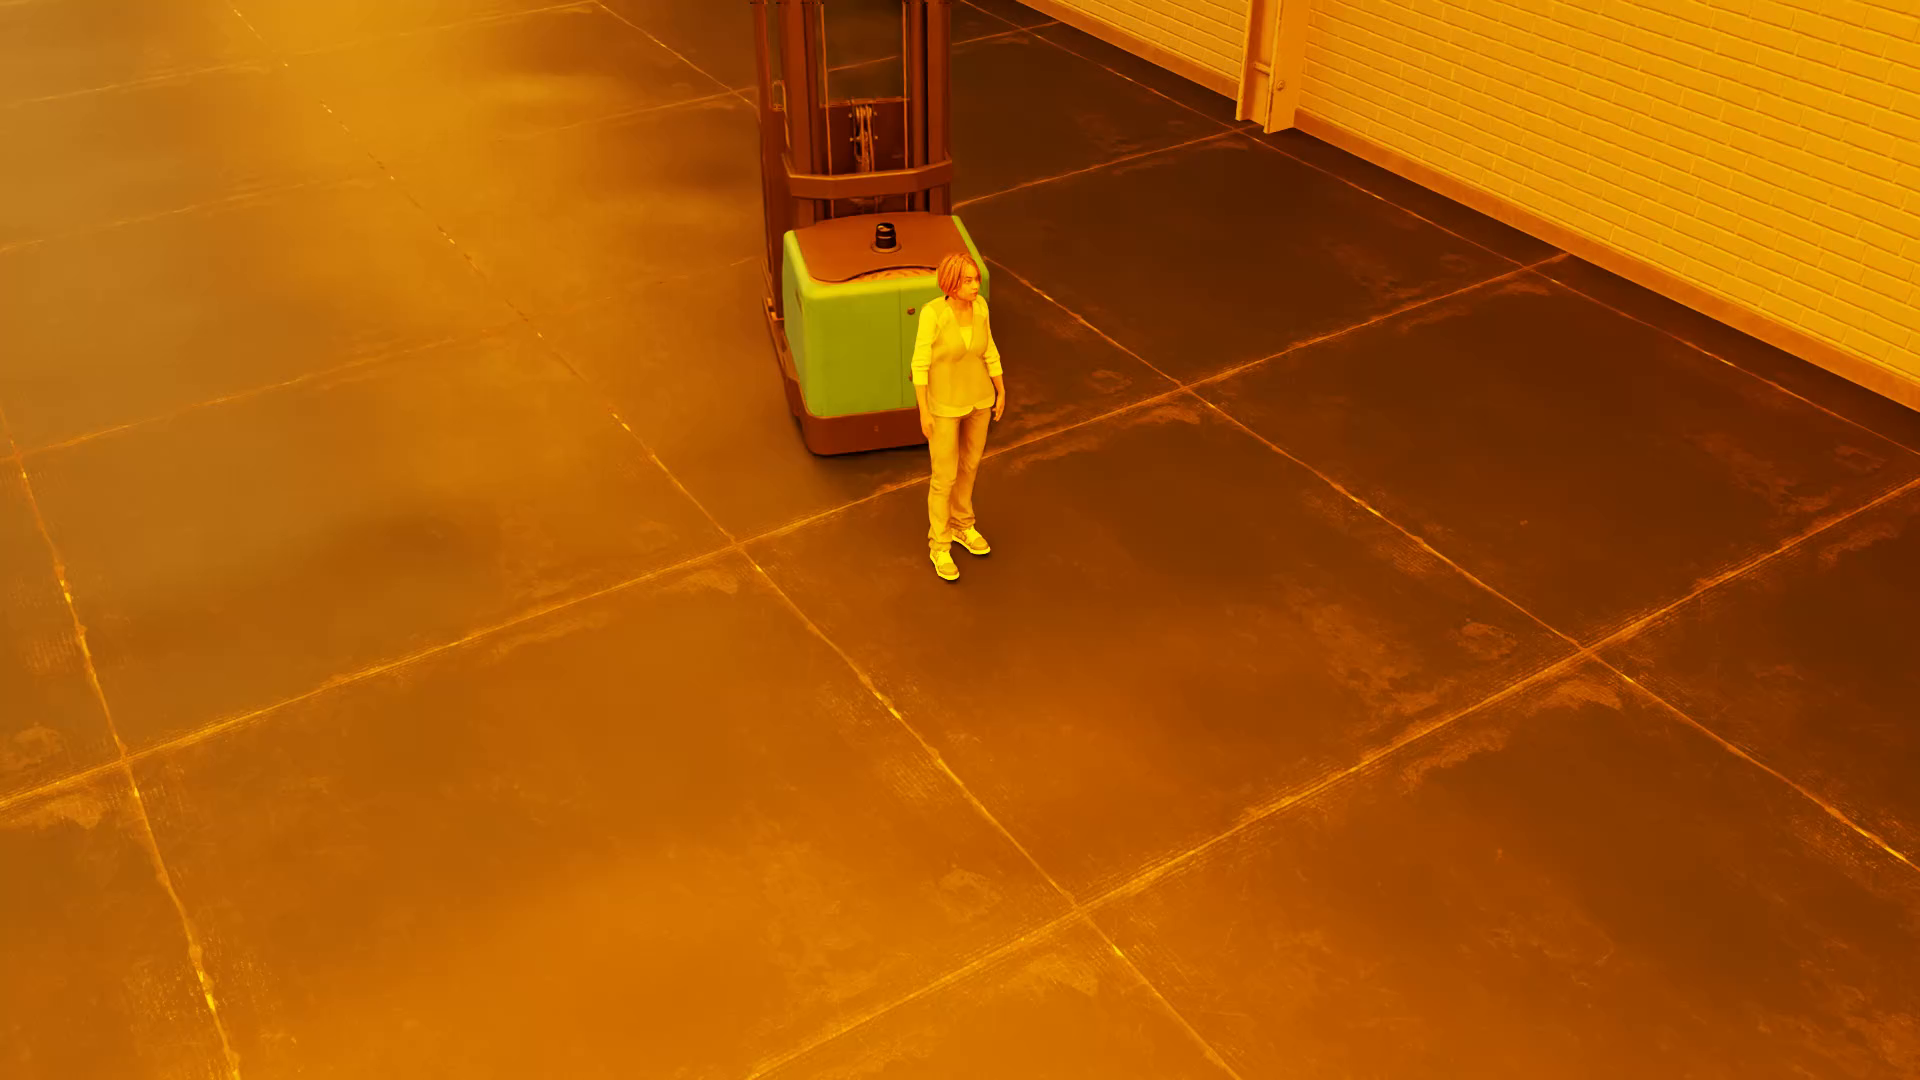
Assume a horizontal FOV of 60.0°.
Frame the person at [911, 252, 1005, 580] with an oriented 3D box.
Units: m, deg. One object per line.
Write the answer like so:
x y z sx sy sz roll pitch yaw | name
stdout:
0.029 -0.619 8.177 0.521 1.599 0.473 -21 40 -27 | person

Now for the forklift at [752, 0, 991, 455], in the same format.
-0.648 -2.515 9.727 1.130 2.935 3.031 -7 36 -10 | forklift
